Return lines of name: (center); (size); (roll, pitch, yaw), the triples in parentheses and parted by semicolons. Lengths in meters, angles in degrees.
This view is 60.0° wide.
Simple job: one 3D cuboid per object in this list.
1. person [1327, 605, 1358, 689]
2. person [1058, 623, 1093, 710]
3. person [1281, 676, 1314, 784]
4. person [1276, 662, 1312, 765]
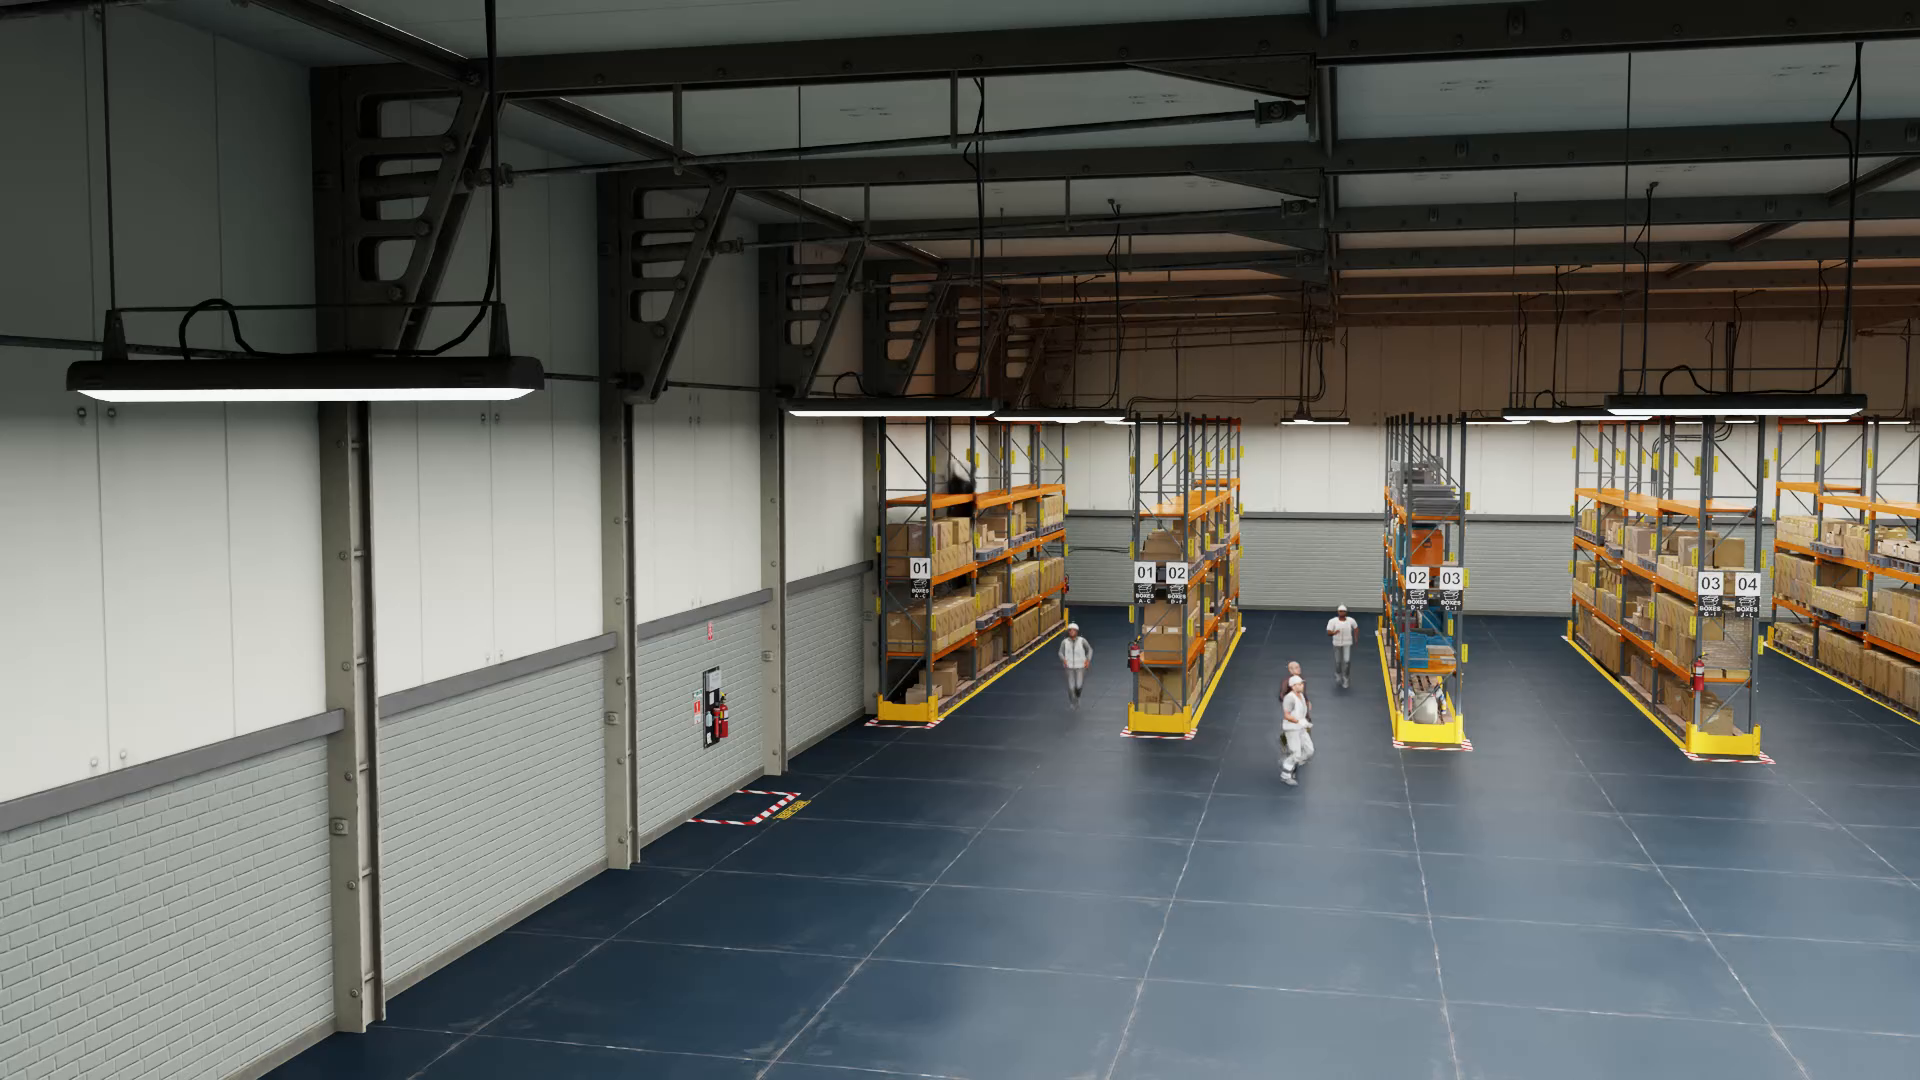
person: (8.455, 2.346, 36.785); (0.676, 1.825, 0.791); (1, 4, 15)
person: (2.259, 2.505, 32.769); (0.672, 1.731, 0.552); (1, 4, 9)
person: (5.432, 3.043, 26.652); (0.594, 1.748, 0.693); (3, 5, 39)
person: (5.687, 2.940, 28.418); (0.614, 1.746, 0.715); (3, 5, 41)
